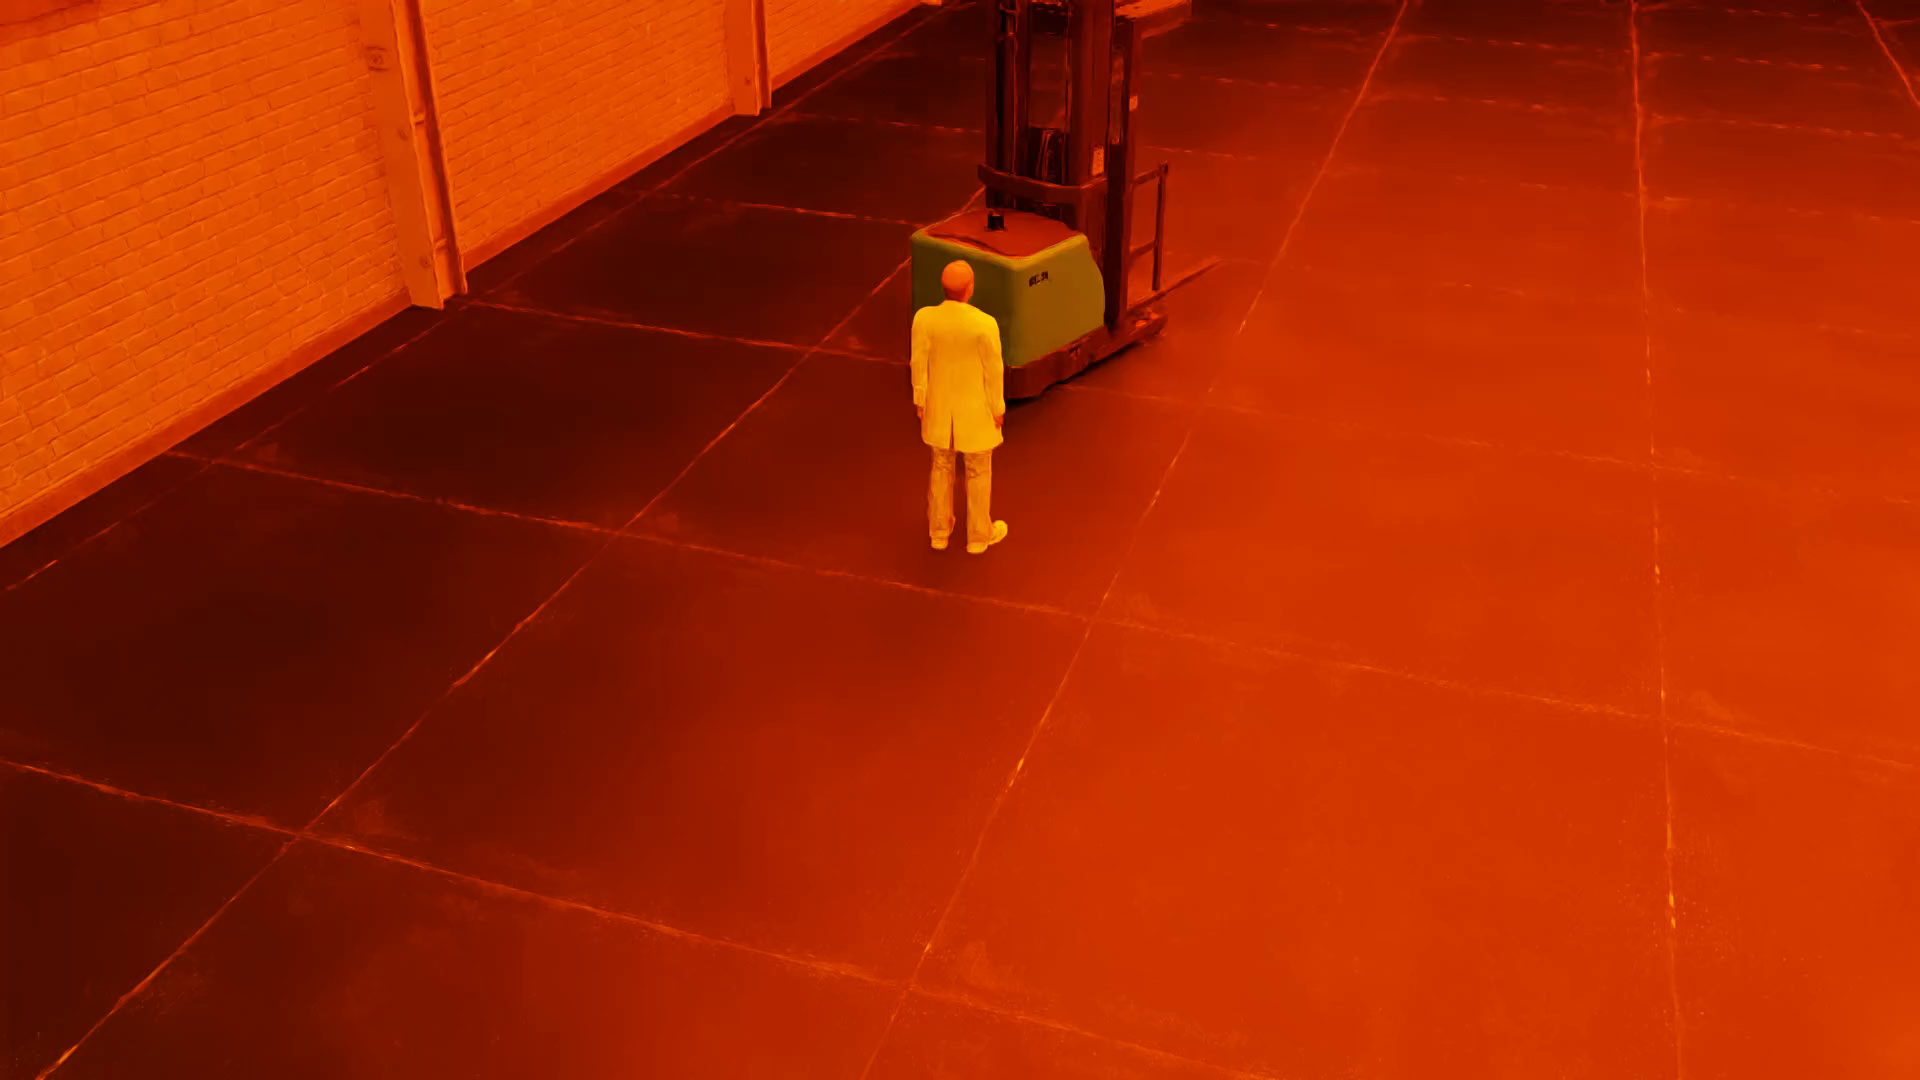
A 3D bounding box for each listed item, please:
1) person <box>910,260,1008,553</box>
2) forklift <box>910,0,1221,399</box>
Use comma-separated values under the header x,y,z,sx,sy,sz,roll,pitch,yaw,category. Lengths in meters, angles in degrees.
x,y,z,sx,sy,sz,roll,pitch,yaw,category
0.007,-0.787,9.677,0.558,1.783,0.377,10,31,16,person
0.949,-2.928,12.272,1.130,2.935,3.031,22,36,33,forklift
